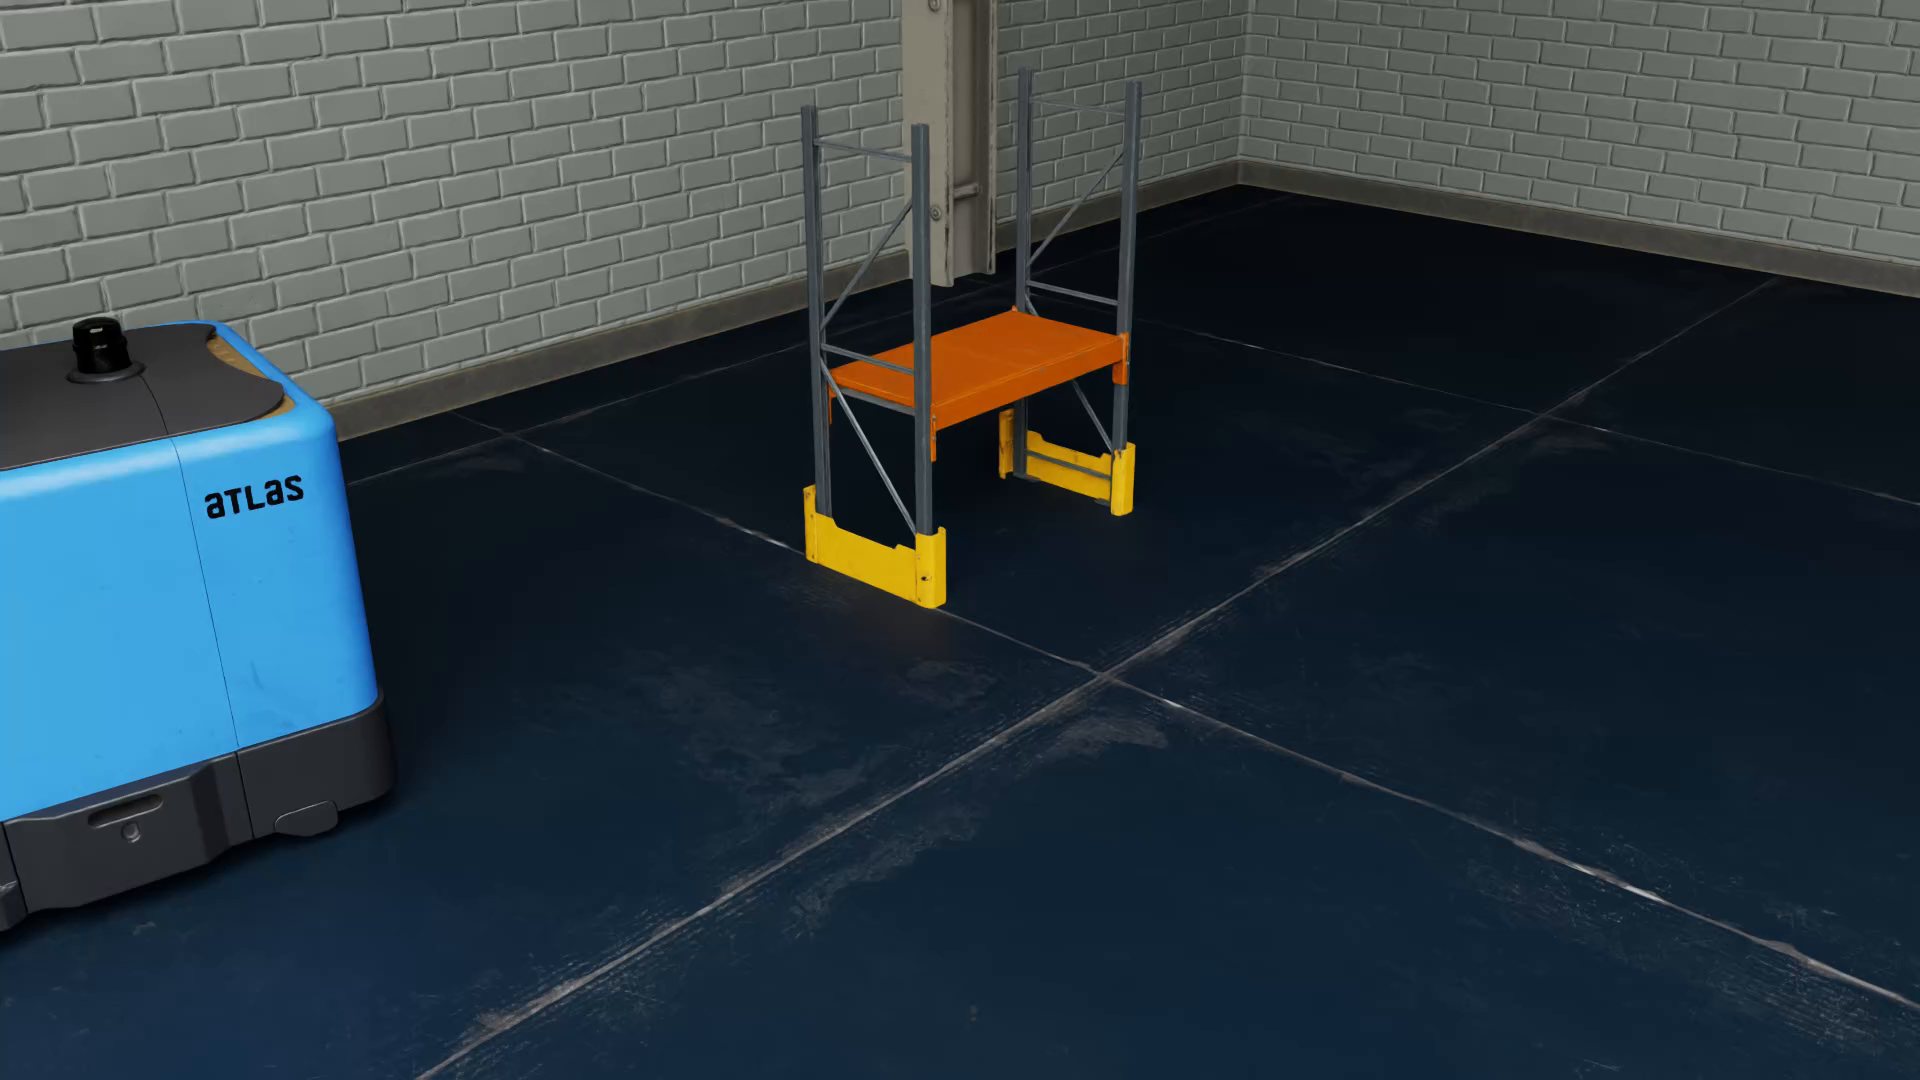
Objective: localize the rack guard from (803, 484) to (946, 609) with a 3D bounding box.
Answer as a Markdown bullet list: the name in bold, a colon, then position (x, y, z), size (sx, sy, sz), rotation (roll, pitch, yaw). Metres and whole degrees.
- **rack guard**: position (-0.281, 0.014, 5.412), size (0.587, 0.250, 0.087), rotation (20, 31, 38)

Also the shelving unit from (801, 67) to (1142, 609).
- **shelving unit**: position (0.051, -0.708, 5.495), size (0.587, 1.500, 1.083), rotation (20, 31, 38)

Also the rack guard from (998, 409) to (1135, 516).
- **rack guard**: position (0.383, -0.289, 6.089), size (0.587, 0.250, 0.087), rotation (20, 31, 38)

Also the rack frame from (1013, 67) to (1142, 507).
- **rack frame**: position (0.396, -0.865, 5.847), size (0.500, 1.500, 0.032), rotation (20, 31, 38)

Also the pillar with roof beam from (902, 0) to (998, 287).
- **pillar with roof beam**: position (3.156, -4.354, 4.461), size (9.100, 9.000, 0.400), rotation (20, 31, 38)

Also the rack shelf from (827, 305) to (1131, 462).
- **rack shelf**: position (0.057, -0.546, 5.575), size (0.538, 0.185, 1.000), rotation (20, 31, 38)

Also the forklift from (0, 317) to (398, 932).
- **forklift**: position (-2.911, -0.450, 3.170), size (3.031, 2.935, 1.130), rotation (-17, 29, -33)

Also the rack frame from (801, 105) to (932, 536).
- **rack frame**: position (-0.282, -0.555, 5.156), size (0.500, 1.500, 0.032), rotation (20, 31, 38)
